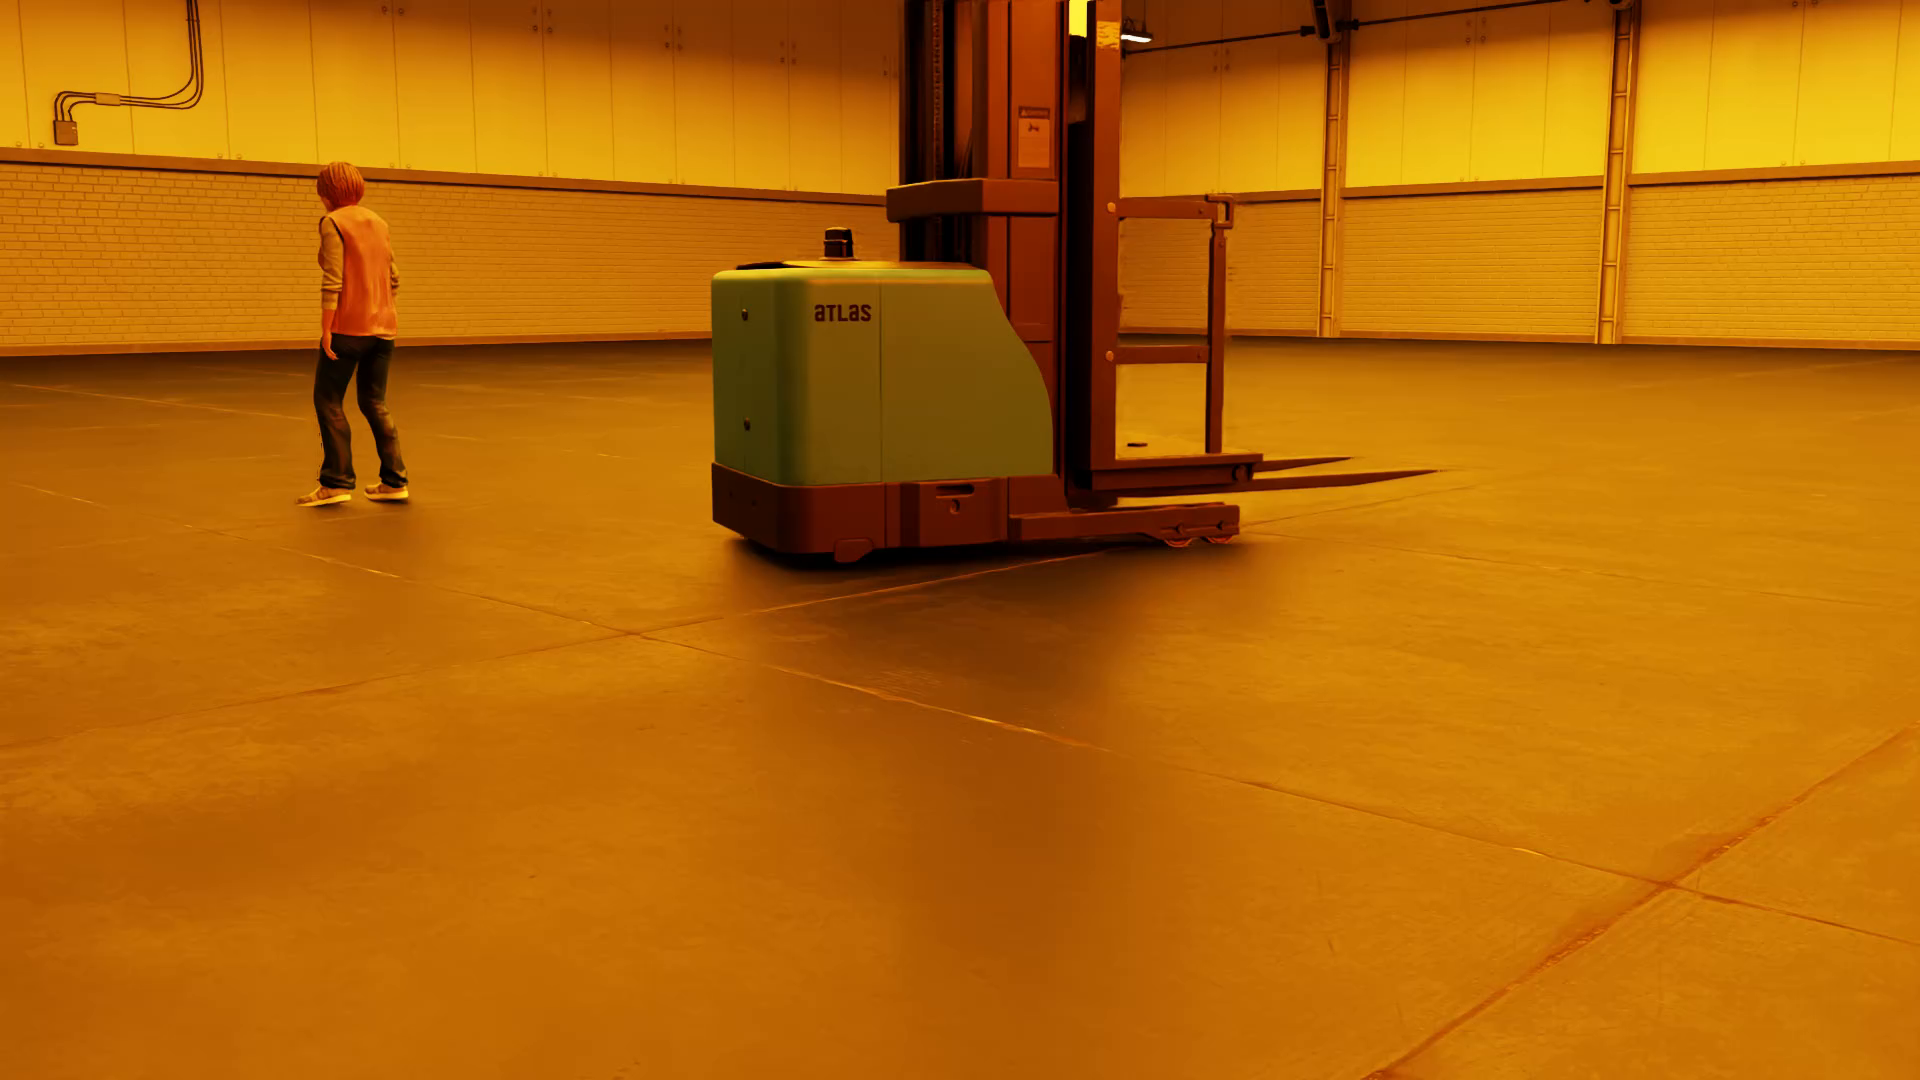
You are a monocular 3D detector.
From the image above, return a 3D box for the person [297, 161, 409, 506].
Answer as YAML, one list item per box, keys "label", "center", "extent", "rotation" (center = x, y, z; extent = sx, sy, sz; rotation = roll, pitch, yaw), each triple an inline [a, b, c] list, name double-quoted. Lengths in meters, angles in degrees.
- label: "person"
  center: [-2.860, -0.959, 7.823]
  extent: [0.398, 1.607, 0.480]
  rotation: [4, 9, 25]

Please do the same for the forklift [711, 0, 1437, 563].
- label: "forklift"
  center: [0.559, -1.486, 6.742]
  extent: [3.031, 2.935, 1.130]
  rotation: [-4, 9, -23]
